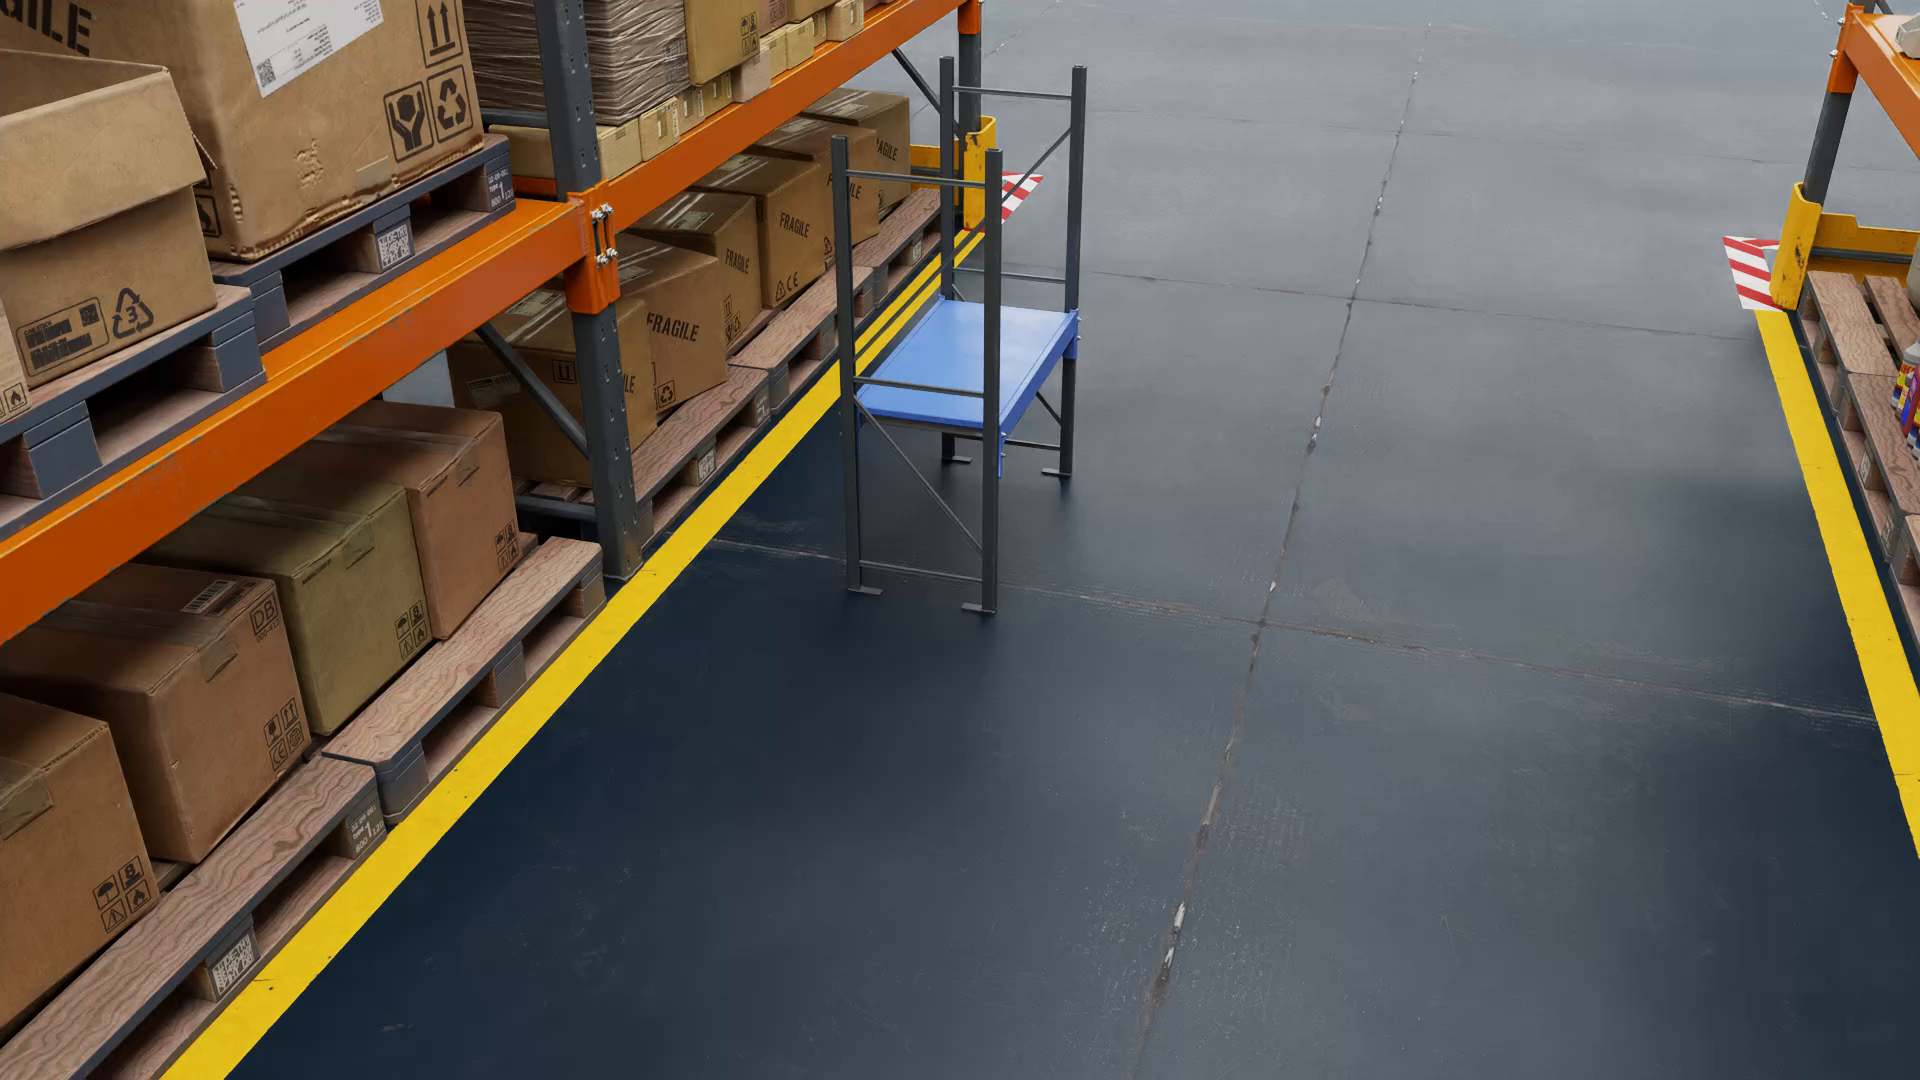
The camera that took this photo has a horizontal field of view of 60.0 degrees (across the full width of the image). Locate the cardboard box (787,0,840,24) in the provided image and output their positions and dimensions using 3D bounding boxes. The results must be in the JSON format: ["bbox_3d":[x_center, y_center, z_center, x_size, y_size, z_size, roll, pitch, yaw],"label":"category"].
[{"bbox_3d":[-0.951,-2.340,6.462,0.875,0.500,0.500,8,30,15],"label":"cardboard box"}]

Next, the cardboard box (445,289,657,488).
[{"bbox_3d":[-1.404,-0.537,5.768,0.500,0.500,0.500,8,30,13],"label":"cardboard box"}]

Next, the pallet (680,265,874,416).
[{"bbox_3d":[-1.040,-0.933,7.210,1.003,0.211,1.213,8,30,15],"label":"pallet"}]

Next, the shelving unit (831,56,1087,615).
[{"bbox_3d":[0.025,-0.695,5.457,0.538,1.500,1.048,8,30,15],"label":"shelving unit"}]

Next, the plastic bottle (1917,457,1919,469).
[{"bbox_3d":[3.360,-0.337,5.696,0.097,0.201,0.097,0,29,0],"label":"plastic bottle"}]

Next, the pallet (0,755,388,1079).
[{"bbox_3d":[-2.143,0.884,3.944,1.003,0.211,1.213,8,30,15],"label":"pallet"}]

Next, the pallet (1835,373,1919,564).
[{"bbox_3d":[3.769,-0.215,5.919,1.003,0.211,1.213,8,30,15],"label":"pallet"}]

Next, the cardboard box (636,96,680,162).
[{"bbox_3d":[-1.123,-1.327,5.308,0.380,0.149,0.250,8,30,15],"label":"cardboard box"}]

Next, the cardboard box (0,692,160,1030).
[{"bbox_3d":[-2.246,0.655,3.605,0.700,0.500,0.500,11,31,19],"label":"cardboard box"}]

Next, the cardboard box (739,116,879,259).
[{"bbox_3d":[-0.727,-1.645,7.761,0.500,0.500,0.500,17,33,28],"label":"cardboard box"}]

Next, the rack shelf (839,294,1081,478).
[{"bbox_3d":[0.025,-0.538,5.544,0.538,0.185,1.000,8,30,15],"label":"rack shelf"}]

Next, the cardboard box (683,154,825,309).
[{"bbox_3d":[-0.929,-1.357,7.243,0.500,0.500,0.500,11,31,20],"label":"cardboard box"}]

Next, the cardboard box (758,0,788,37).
[{"bbox_3d":[-1.137,-2.113,6.055,0.875,0.500,0.500,8,30,15],"label":"cardboard box"}]

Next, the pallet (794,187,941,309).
[{"bbox_3d":[-0.680,-1.498,8.225,1.003,0.211,1.213,8,30,15],"label":"pallet"}]

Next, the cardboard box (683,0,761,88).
[{"bbox_3d":[-1.188,-1.867,5.611,0.875,0.500,0.500,8,30,15],"label":"cardboard box"}]

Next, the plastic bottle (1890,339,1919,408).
[{"bbox_3d":[3.519,-0.619,6.132,0.097,0.271,0.097,0,29,0],"label":"plastic bottle"}]

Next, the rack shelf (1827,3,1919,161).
[{"bbox_3d":[3.762,-1.174,5.514,1.077,0.370,4.000,8,30,15],"label":"rack shelf"}]

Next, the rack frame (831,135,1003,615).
[{"bbox_3d":[-0.124,-0.459,5.032,0.500,1.500,0.032,8,30,15],"label":"rack frame"}]

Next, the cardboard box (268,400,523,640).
[{"bbox_3d":[-1.760,-0.083,4.932,0.700,0.500,0.500,6,30,11],"label":"cardboard box"}]

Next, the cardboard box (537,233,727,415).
[{"bbox_3d":[-1.243,-0.804,6.249,0.500,0.500,0.500,19,34,30],"label":"cardboard box"}]

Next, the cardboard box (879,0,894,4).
[{"bbox_3d":[-0.458,-2.499,7.415,0.380,0.149,0.250,8,30,15],"label":"cardboard box"}]

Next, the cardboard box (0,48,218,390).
[{"bbox_3d":[-1.980,-0.675,3.340,0.797,0.503,0.637,12,31,20],"label":"cardboard box"}]

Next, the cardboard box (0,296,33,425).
[{"bbox_3d":[-2.022,-0.270,2.873,0.500,0.250,0.500,8,30,13],"label":"cardboard box"}]

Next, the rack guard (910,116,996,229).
[{"bbox_3d":[-0.408,-1.997,8.825,1.175,0.500,0.348,8,30,15],"label":"rack guard"}]

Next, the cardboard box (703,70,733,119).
[{"bbox_3d":[-1.012,-1.565,5.735,0.380,0.149,0.250,8,30,15],"label":"cardboard box"}]

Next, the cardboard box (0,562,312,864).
[{"bbox_3d":[-2.082,0.396,4.071,0.700,0.500,0.500,6,30,11],"label":"cardboard box"}]

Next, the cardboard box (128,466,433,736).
[{"bbox_3d":[-1.918,0.136,4.539,0.700,0.500,0.500,8,30,15],"label":"cardboard box"}]

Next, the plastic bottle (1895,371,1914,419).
[{"bbox_3d":[3.489,-0.541,6.062,0.097,0.201,0.097,0,29,0],"label":"plastic bottle"}]

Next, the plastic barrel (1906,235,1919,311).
[{"bbox_3d":[4.229,-1.197,6.943,0.421,0.512,0.421,0,29,0],"label":"plastic barrel"}]

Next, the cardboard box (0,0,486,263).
[{"bbox_3d":[-1.926,-1.362,4.063,1.000,1.000,1.000,9,30,15],"label":"cardboard box"}]

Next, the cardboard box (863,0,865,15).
[{"bbox_3d":[-0.623,-2.269,7.002,0.380,0.149,0.250,8,30,15],"label":"cardboard box"}]

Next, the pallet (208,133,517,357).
[{"bbox_3d":[-1.923,-0.847,4.384,1.003,0.211,1.213,8,30,15],"label":"pallet"}]

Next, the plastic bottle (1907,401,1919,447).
[{"bbox_3d":[3.419,-0.460,5.845,0.097,0.271,0.097,0,29,0],"label":"plastic bottle"}]

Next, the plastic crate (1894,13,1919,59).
[{"bbox_3d":[3.779,-1.932,6.409,0.298,0.136,0.250,8,30,15],"label":"plastic crate"}]

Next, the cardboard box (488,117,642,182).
[{"bbox_3d":[-1.209,-1.213,5.103,0.380,0.149,0.250,8,30,15],"label":"cardboard box"}]

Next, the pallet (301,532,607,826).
[{"bbox_3d":[-1.786,0.315,4.966,1.003,0.211,1.213,8,30,15],"label":"pallet"}]

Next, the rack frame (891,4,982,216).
[{"bbox_3d":[-0.385,-3.124,8.281,1.000,3.000,0.127,8,30,15],"label":"rack frame"}]

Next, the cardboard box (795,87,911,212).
[{"bbox_3d":[-0.585,-1.928,8.269,0.500,0.500,0.500,14,32,24],"label":"cardboard box"}]

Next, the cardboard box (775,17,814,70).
[{"bbox_3d":[-0.781,-1.912,6.359,0.380,0.149,0.250,8,30,15],"label":"cardboard box"}]

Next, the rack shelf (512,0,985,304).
[{"bbox_3d":[-0.972,-1.880,6.785,1.077,0.370,4.000,8,30,15],"label":"rack shelf"}]

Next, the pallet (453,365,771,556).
[{"bbox_3d":[-1.396,-0.364,6.187,1.003,0.211,1.213,8,30,15],"label":"pallet"}]

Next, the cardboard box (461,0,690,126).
[{"bbox_3d":[-1.368,-1.639,5.202,0.875,0.500,0.500,8,30,15],"label":"cardboard box"}]

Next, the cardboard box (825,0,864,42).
[{"bbox_3d":[-0.611,-2.140,6.771,0.380,0.149,0.250,8,30,15],"label":"cardboard box"}]

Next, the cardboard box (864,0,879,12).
[{"bbox_3d":[-0.571,-2.389,7.217,0.380,0.149,0.250,8,30,15],"label":"cardboard box"}]

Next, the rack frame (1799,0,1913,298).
[{"bbox_3d":[4.350,-2.417,7.010,1.000,3.000,0.127,8,30,15],"label":"rack frame"}]

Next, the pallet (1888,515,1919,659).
[{"bbox_3d":[3.412,0.354,4.897,1.003,0.211,1.213,8,30,15],"label":"pallet"}]

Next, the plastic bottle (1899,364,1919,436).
[{"bbox_3d":[3.436,-0.522,5.944,0.061,0.283,0.133,9,30,16],"label":"plastic bottle"}]

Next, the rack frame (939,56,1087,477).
[{"bbox_3d":[0.174,-0.931,5.881,0.500,1.500,0.032,8,30,15],"label":"rack frame"}]

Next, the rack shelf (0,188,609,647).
[{"bbox_3d":[-2.146,-0.022,3.443,1.077,0.370,4.000,8,30,15],"label":"rack shelf"}]

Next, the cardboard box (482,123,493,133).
[{"bbox_3d":[-1.695,-1.412,5.462,0.380,0.149,0.250,8,30,15],"label":"cardboard box"}]

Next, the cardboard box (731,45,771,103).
[{"bbox_3d":[-0.899,-1.675,5.934,0.380,0.149,0.250,8,30,15],"label":"cardboard box"}]

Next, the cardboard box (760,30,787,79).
[{"bbox_3d":[-0.865,-1.797,6.153,0.380,0.149,0.250,8,30,15],"label":"cardboard box"}]

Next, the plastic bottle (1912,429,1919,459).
[{"bbox_3d":[3.389,-0.414,5.762,0.097,0.271,0.097,0,29,0],"label":"plastic bottle"}]

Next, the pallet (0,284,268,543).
[{"bbox_3d":[-2.192,-0.248,3.308,1.003,0.211,1.213,8,30,15],"label":"pallet"}]

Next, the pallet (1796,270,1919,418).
[{"bbox_3d":[4.129,-0.780,6.935,1.003,0.211,1.213,8,30,15],"label":"pallet"}]

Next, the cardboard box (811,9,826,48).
[{"bbox_3d":[-0.751,-2.034,6.580,0.380,0.149,0.250,8,30,15],"label":"cardboard box"}]

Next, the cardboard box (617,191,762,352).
[{"bbox_3d":[-1.136,-1.104,6.788,0.500,0.500,0.500,6,30,10],"label":"cardboard box"}]

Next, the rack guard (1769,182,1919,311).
[{"bbox_3d":[4.372,-1.283,7.542,1.175,0.500,0.348,8,30,15],"label":"rack guard"}]

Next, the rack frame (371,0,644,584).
[{"bbox_3d":[-1.559,-1.265,4.939,1.000,3.000,0.127,8,30,15],"label":"rack frame"}]

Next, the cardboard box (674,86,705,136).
[{"bbox_3d":[-1.076,-1.447,5.524,0.380,0.149,0.250,8,30,15],"label":"cardboard box"}]
